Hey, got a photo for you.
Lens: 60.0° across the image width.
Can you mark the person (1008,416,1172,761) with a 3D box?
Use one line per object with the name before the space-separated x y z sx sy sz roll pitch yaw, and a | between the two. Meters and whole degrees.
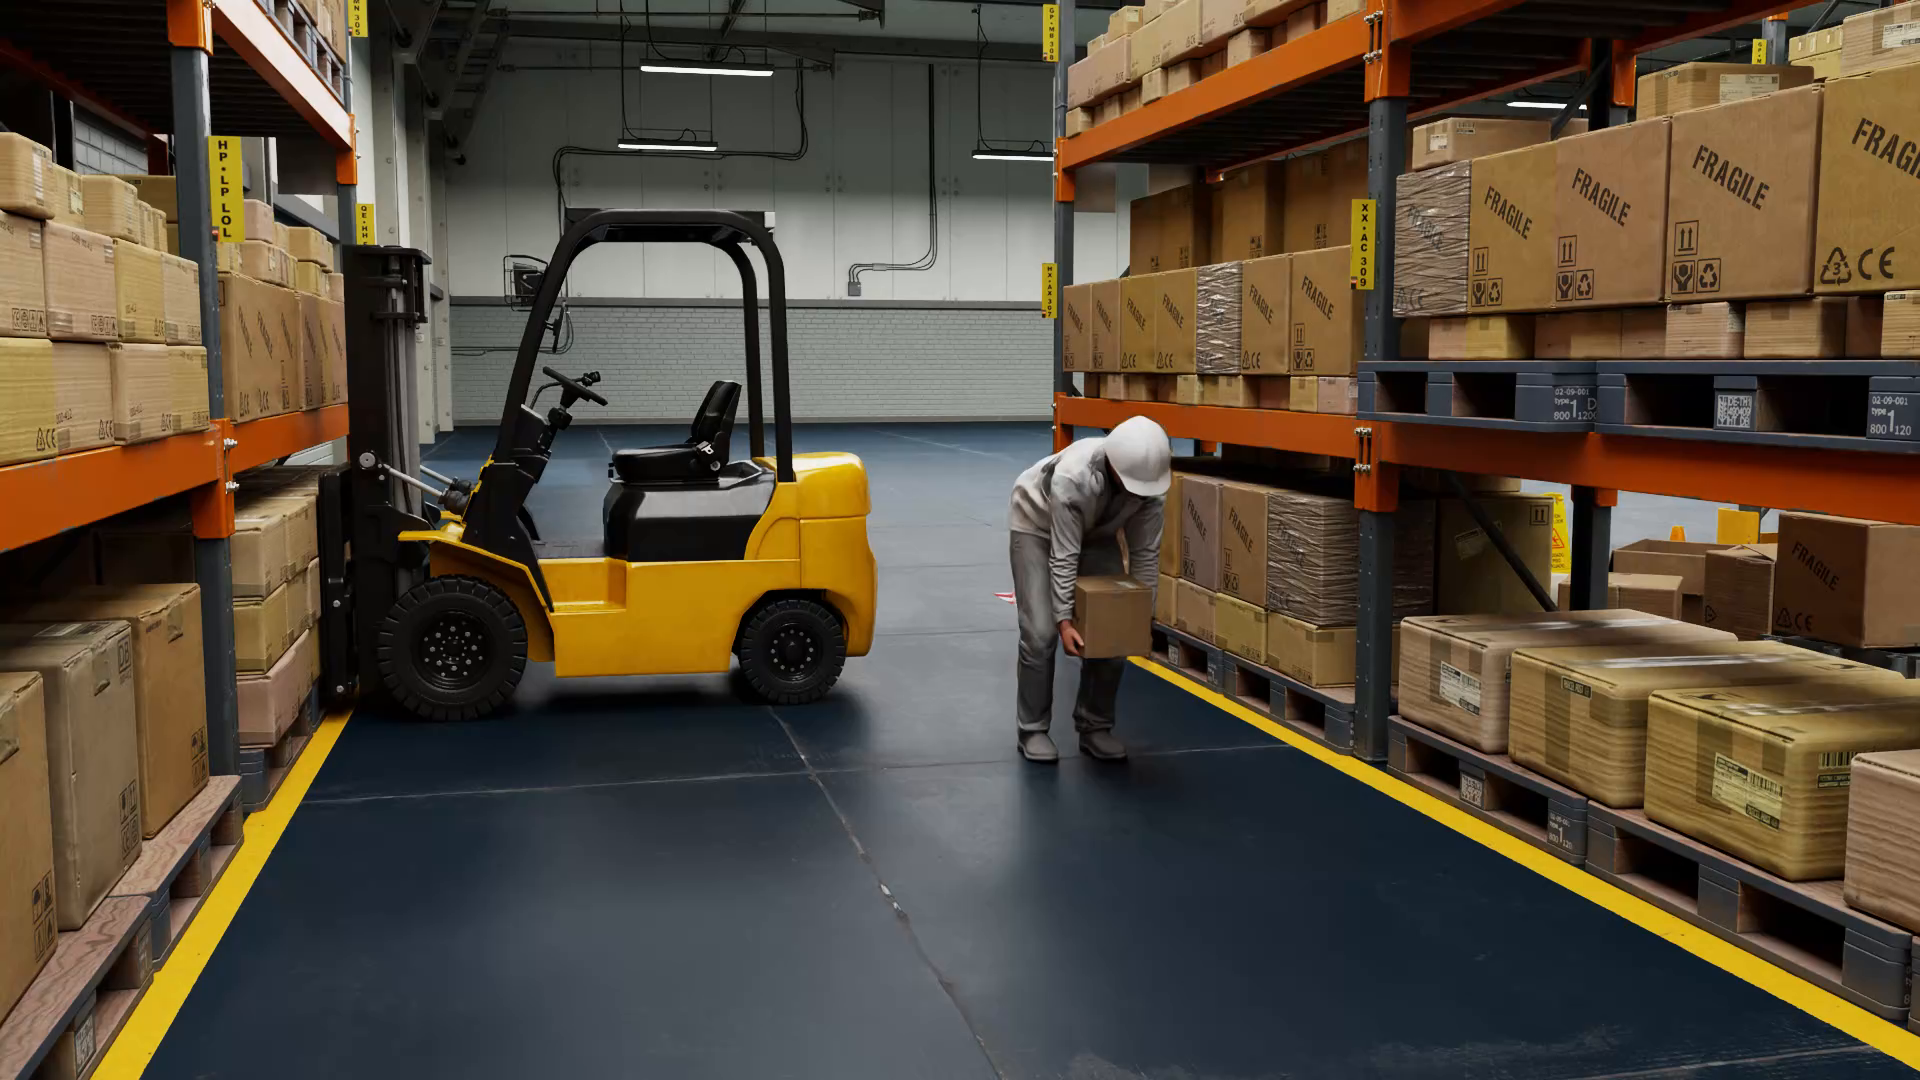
person | 0.504 0.193 6.157 0.463 1.321 0.959 -2 6 -19
